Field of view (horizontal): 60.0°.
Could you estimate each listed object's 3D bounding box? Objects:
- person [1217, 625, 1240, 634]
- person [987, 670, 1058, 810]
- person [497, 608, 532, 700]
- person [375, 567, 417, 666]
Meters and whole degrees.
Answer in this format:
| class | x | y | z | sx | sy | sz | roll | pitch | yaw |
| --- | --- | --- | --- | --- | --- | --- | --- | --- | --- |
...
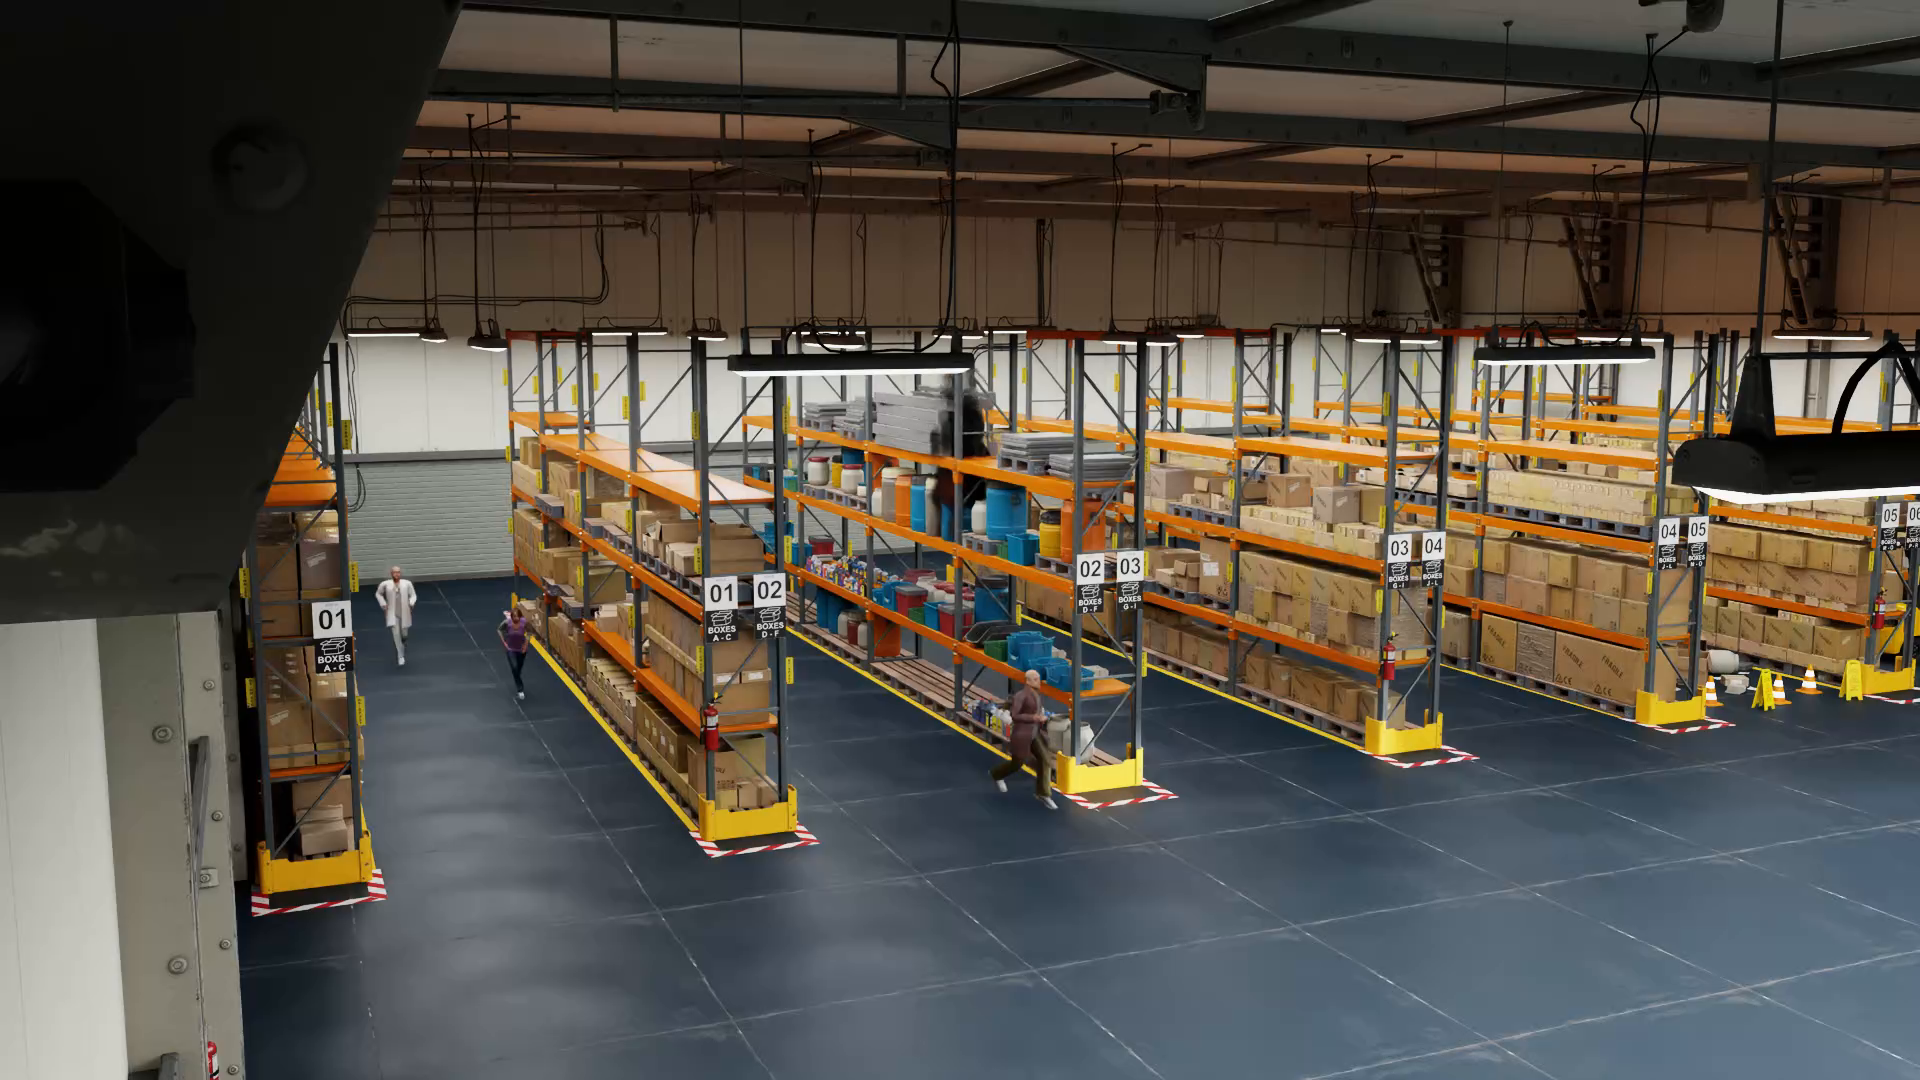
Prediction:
| class | x | y | z | sx | sy | sz | roll | pitch | yaw |
| --- | --- | --- | --- | --- | --- | --- | --- | --- | --- |
| person | 5.200 | 1.225 | 31.774 | 0.563 | 1.598 | 0.588 | -4 | 9 | -30 |
| person | 0.812 | 2.552 | 21.559 | 1.088 | 1.803 | 0.723 | 6 | 10 | 38 |
| person | -7.404 | 1.839 | 27.691 | 0.556 | 1.548 | 0.890 | -2 | 8 | -15 |
| person | -10.271 | 1.356 | 30.344 | 0.711 | 1.765 | 0.880 | -3 | 9 | -24 |
